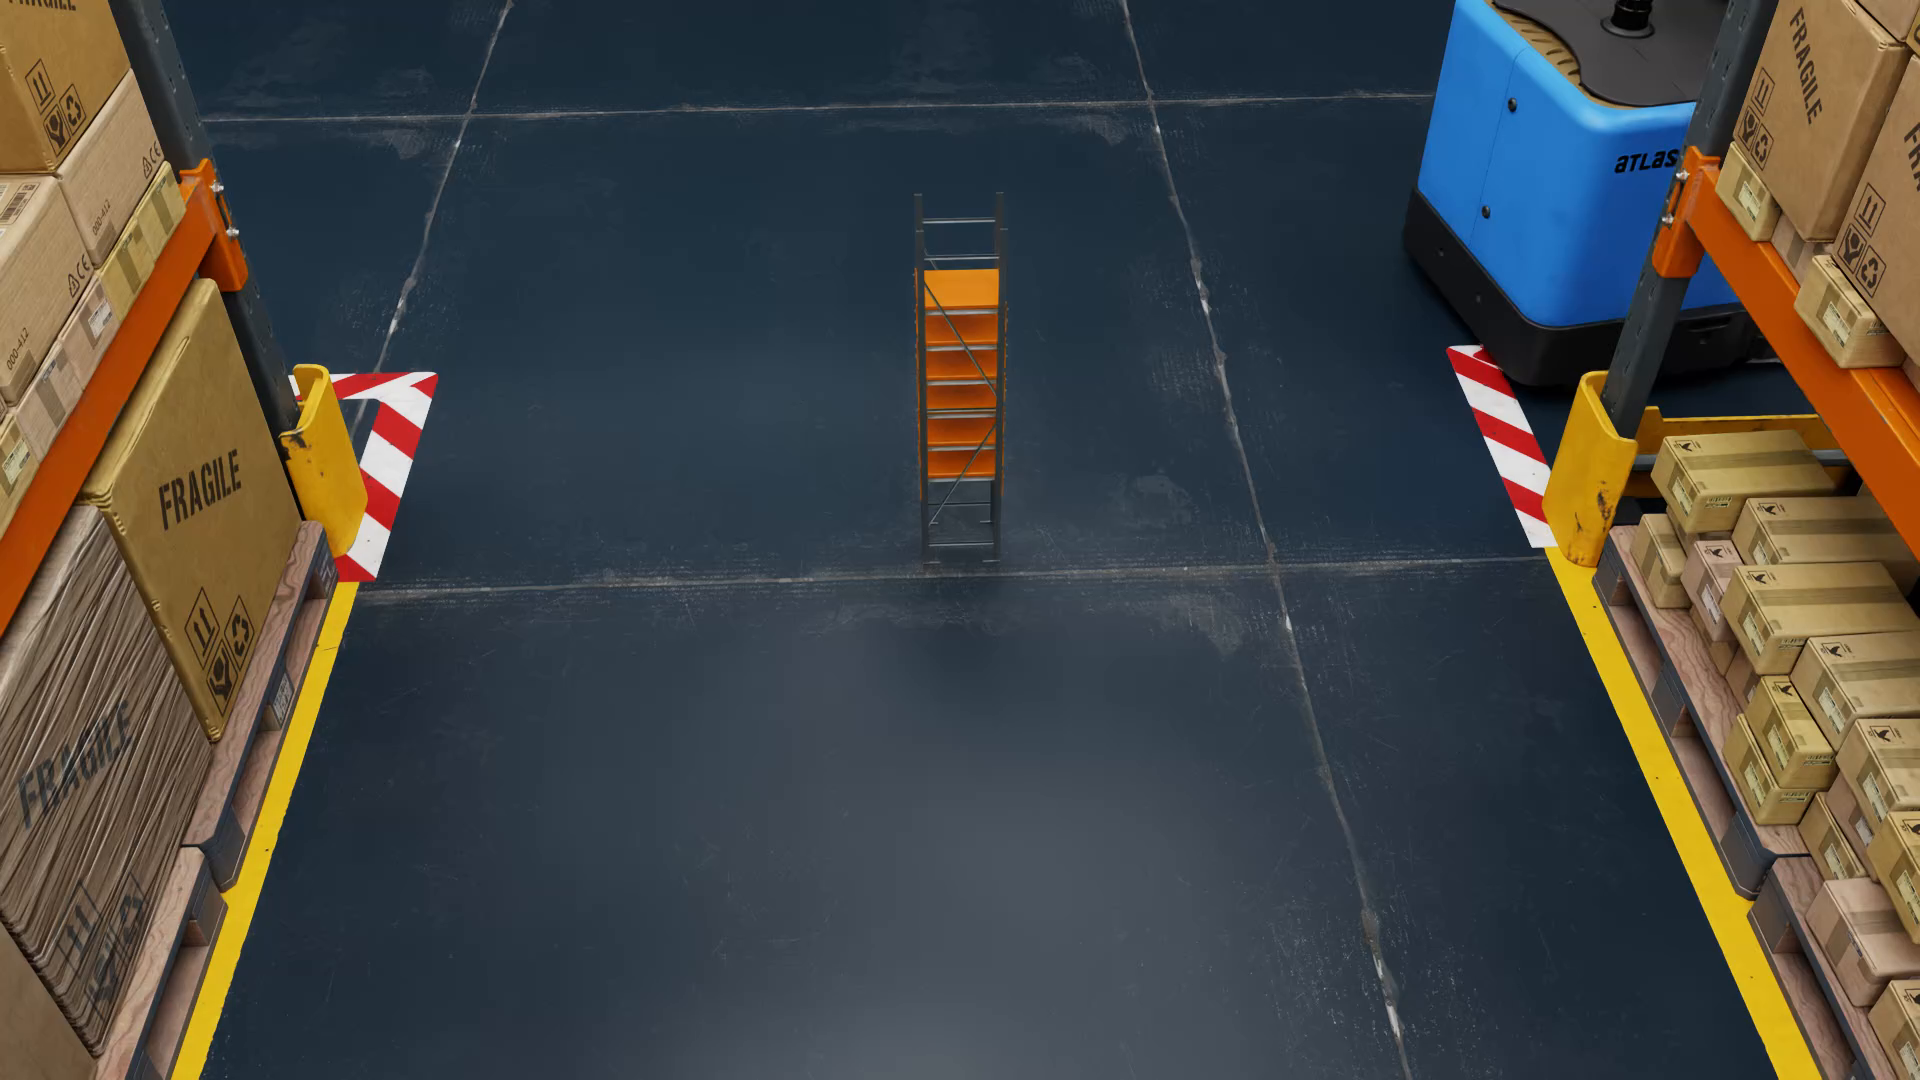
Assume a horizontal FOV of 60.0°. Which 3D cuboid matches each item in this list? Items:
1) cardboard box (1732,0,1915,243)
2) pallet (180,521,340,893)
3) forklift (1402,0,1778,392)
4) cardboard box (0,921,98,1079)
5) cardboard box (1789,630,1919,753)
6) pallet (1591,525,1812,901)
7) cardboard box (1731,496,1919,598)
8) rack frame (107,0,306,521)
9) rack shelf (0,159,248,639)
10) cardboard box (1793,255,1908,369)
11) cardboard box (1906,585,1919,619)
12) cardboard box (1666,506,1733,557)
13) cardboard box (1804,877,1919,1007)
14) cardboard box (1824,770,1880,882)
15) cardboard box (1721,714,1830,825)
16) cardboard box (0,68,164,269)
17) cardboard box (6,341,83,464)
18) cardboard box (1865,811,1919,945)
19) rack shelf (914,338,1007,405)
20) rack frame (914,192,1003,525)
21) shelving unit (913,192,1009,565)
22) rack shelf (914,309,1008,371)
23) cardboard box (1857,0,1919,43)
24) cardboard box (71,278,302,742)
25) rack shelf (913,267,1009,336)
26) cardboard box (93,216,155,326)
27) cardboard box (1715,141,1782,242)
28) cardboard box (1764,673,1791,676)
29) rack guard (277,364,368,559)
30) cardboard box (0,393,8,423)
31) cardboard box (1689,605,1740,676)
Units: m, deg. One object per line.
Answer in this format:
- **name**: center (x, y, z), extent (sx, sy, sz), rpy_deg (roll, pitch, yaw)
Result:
- **cardboard box**: center (2.205, -1.038, 3.868), extent (0.500, 0.500, 0.500), rpy_deg (0, 43, 0)
- **pallet**: center (-2.386, 0.437, 4.617), extent (1.003, 0.211, 1.213), rpy_deg (-2, 43, -2)
- **forklift**: center (3.274, -2.115, 5.388), extent (3.031, 2.935, 1.130), rpy_deg (-9, 43, -10)
- **cardboard box**: center (-2.314, 1.145, 3.043), extent (0.875, 0.875, 0.875), rpy_deg (-2, 43, -2)
- **cardboard box**: center (2.253, 0.359, 3.997), extent (0.380, 0.149, 0.250), rpy_deg (-4, 43, -4)
- **pallet**: center (2.464, 0.426, 4.629), extent (1.003, 0.211, 1.213), rpy_deg (-2, 43, -2)
- **cardboard box**: center (2.277, 0.020, 4.367), extent (0.380, 0.149, 0.250), rpy_deg (-1, 43, -1)
- **rack frame**: center (-2.498, -1.128, 4.261), extent (1.000, 3.000, 0.127), rpy_deg (-2, 43, -2)
- **rack shelf**: center (-2.413, 0.487, 3.031), extent (1.077, 0.370, 4.000), rpy_deg (-2, 43, -2)
- **cardboard box**: center (2.158, -0.528, 3.792), extent (0.380, 0.149, 0.250), rpy_deg (-3, 43, -3)
- **cardboard box**: center (2.727, 0.110, 4.489), extent (0.380, 0.149, 0.250), rpy_deg (-3, 43, -3)
- **cardboard box**: center (2.228, -0.055, 4.669), extent (0.380, 0.149, 0.250), rpy_deg (0, 43, 0)
- **cardboard box**: center (2.206, 0.914, 3.832), extent (0.380, 0.149, 0.250), rpy_deg (-4, 43, -4)
- **cardboard box**: center (2.290, 0.647, 3.903), extent (0.380, 0.149, 0.250), rpy_deg (-4, 43, -4)
- **cardboard box**: center (2.176, 0.574, 4.203), extent (0.380, 0.149, 0.250), rpy_deg (-1, 43, -1)
- **cardboard box**: center (-2.212, -0.863, 3.863), extent (0.500, 0.250, 0.500), rpy_deg (-2, 43, -2)
- **cardboard box**: center (-2.122, -0.291, 3.533), extent (0.380, 0.149, 0.250), rpy_deg (-1, 43, -1)
- **cardboard box**: center (2.220, 0.726, 3.597), extent (0.380, 0.149, 0.250), rpy_deg (-1, 43, -1)
- **rack shelf**: center (0.001, -0.488, 4.783), extent (0.258, 0.103, 0.180), rpy_deg (-2, 43, -2)
- **rack frame**: center (-0.003, -0.494, 4.901), extent (0.240, 1.200, 0.006), rpy_deg (-2, 43, -2)
- **shelving unit**: center (0.001, -0.433, 4.834), extent (0.258, 1.200, 0.189), rpy_deg (-2, 43, -2)
- **rack shelf**: center (0.001, -0.577, 4.702), extent (0.258, 0.103, 0.180), rpy_deg (-2, 43, -2)
- **cardboard box**: center (2.216, -1.407, 3.531), extent (0.500, 0.500, 0.500), rpy_deg (-2, 43, -2)
- **cardboard box**: center (-2.391, -0.070, 4.368), extent (0.875, 0.875, 0.875), rpy_deg (-2, 43, -2)
- **rack shelf**: center (0.001, -0.665, 4.621), extent (0.258, 0.103, 0.180), rpy_deg (-2, 43, -2)
- **cardboard box**: center (-2.141, -0.629, 3.903), extent (0.380, 0.149, 0.250), rpy_deg (-1, 43, -1)
- **cardboard box**: center (2.148, -0.882, 4.178), extent (0.380, 0.149, 0.250), rpy_deg (-2, 43, -2)
- **cardboard box**: center (2.282, 0.294, 4.288), extent (0.380, 0.149, 0.250), rpy_deg (-1, 43, -1)
- **rack guard**: center (-2.499, -0.223, 5.124), extent (1.175, 0.500, 0.348), rpy_deg (-2, 43, -2)
- **cardboard box**: center (-2.169, -0.177, 3.114), extent (0.500, 0.250, 0.500), rpy_deg (-3, 43, -3)
- **cardboard box**: center (2.257, 0.231, 4.577), extent (0.380, 0.149, 0.250), rpy_deg (-2, 43, -2)
